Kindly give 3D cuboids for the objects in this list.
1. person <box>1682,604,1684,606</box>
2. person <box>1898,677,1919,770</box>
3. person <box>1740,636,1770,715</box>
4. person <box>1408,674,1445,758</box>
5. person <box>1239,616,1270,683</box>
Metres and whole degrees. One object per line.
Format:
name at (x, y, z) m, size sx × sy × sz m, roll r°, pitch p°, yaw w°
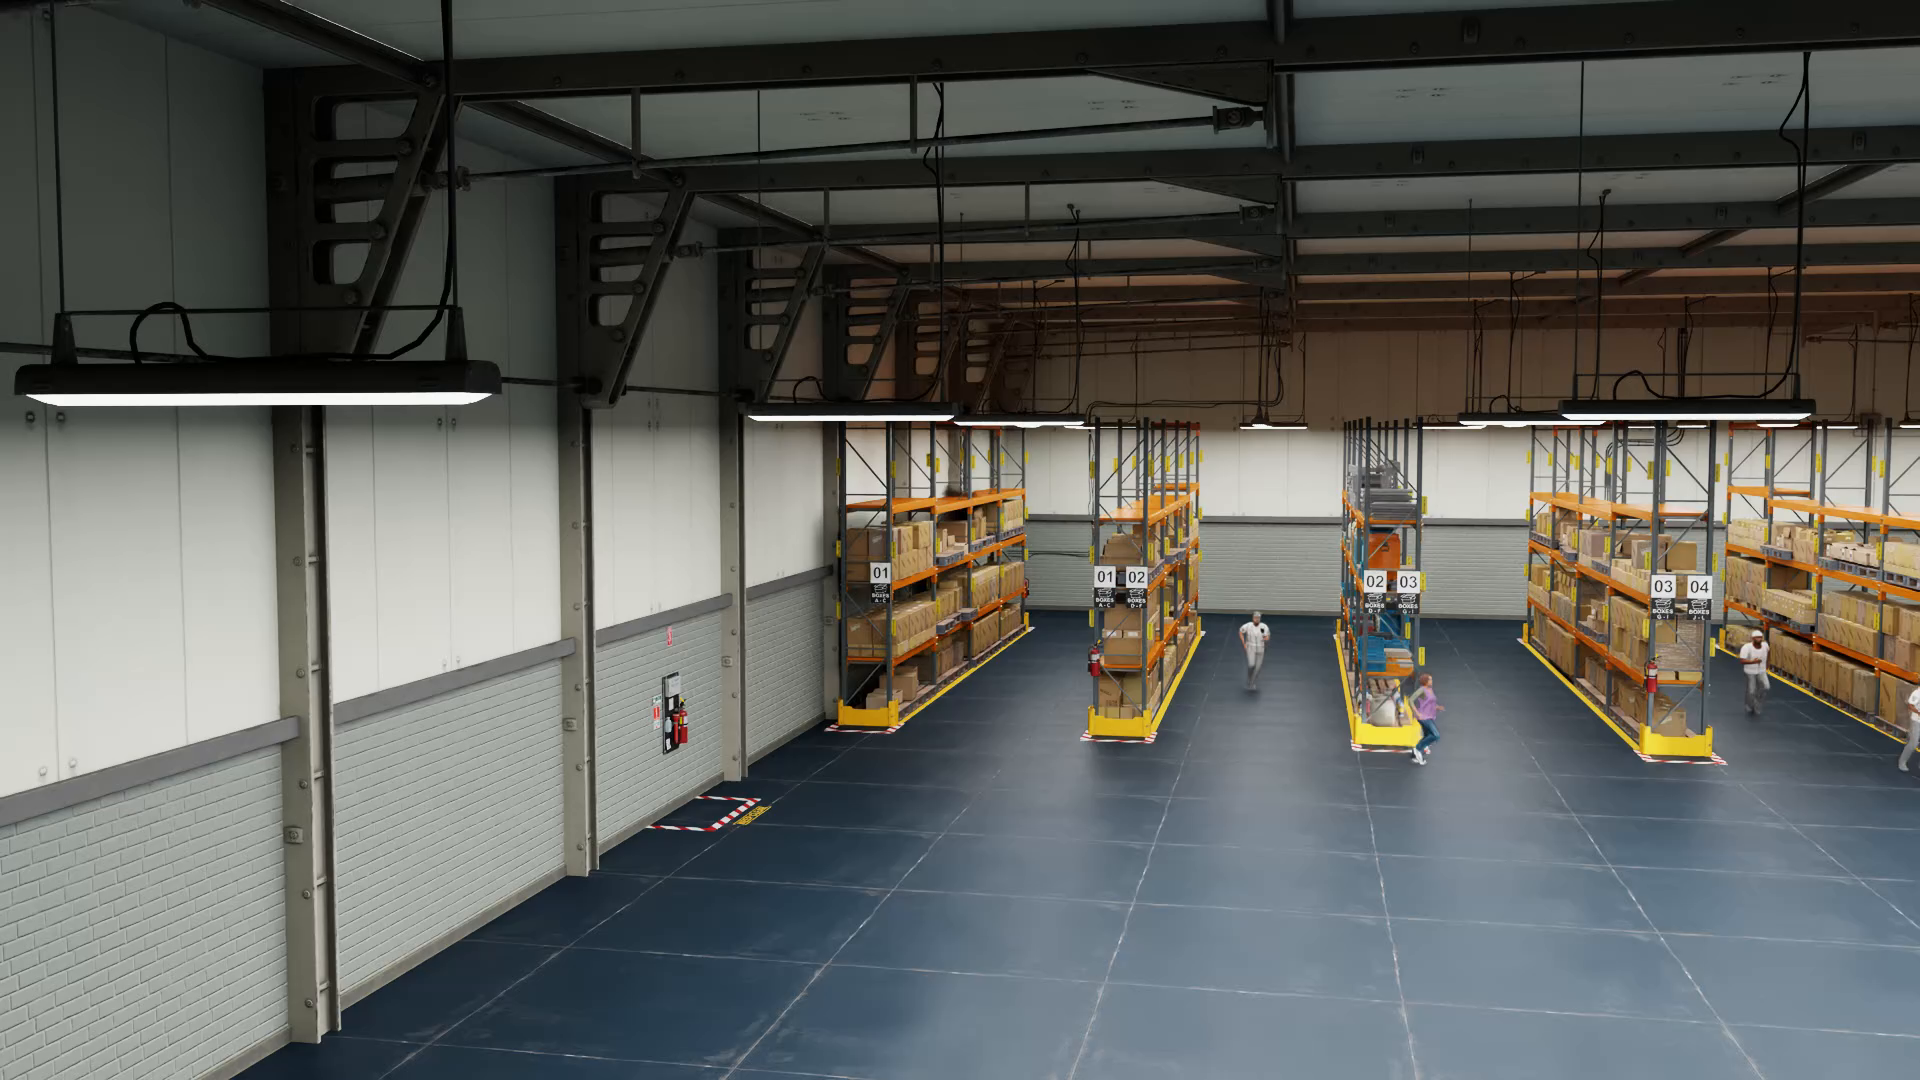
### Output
person at (18.965, 2.026, 44.492) m, size 0.763 × 1.619 × 0.689 m, roll 3°, pitch 5°, yaw 38°
person at (16.123, 3.099, 27.847) m, size 0.581 × 1.776 × 0.617 m, roll -1°, pitch 4°, yaw -8°
person at (16.029, 2.686, 33.462) m, size 0.737 × 1.684 × 0.786 m, roll 0°, pitch 4°, yaw -2°
person at (8.031, 3.035, 28.550) m, size 0.589 × 1.476 × 0.516 m, roll 3°, pitch 5°, yaw 37°
person at (6.552, 2.415, 36.854) m, size 0.646 × 1.588 × 0.738 m, roll 0°, pitch 4°, yaw -2°
